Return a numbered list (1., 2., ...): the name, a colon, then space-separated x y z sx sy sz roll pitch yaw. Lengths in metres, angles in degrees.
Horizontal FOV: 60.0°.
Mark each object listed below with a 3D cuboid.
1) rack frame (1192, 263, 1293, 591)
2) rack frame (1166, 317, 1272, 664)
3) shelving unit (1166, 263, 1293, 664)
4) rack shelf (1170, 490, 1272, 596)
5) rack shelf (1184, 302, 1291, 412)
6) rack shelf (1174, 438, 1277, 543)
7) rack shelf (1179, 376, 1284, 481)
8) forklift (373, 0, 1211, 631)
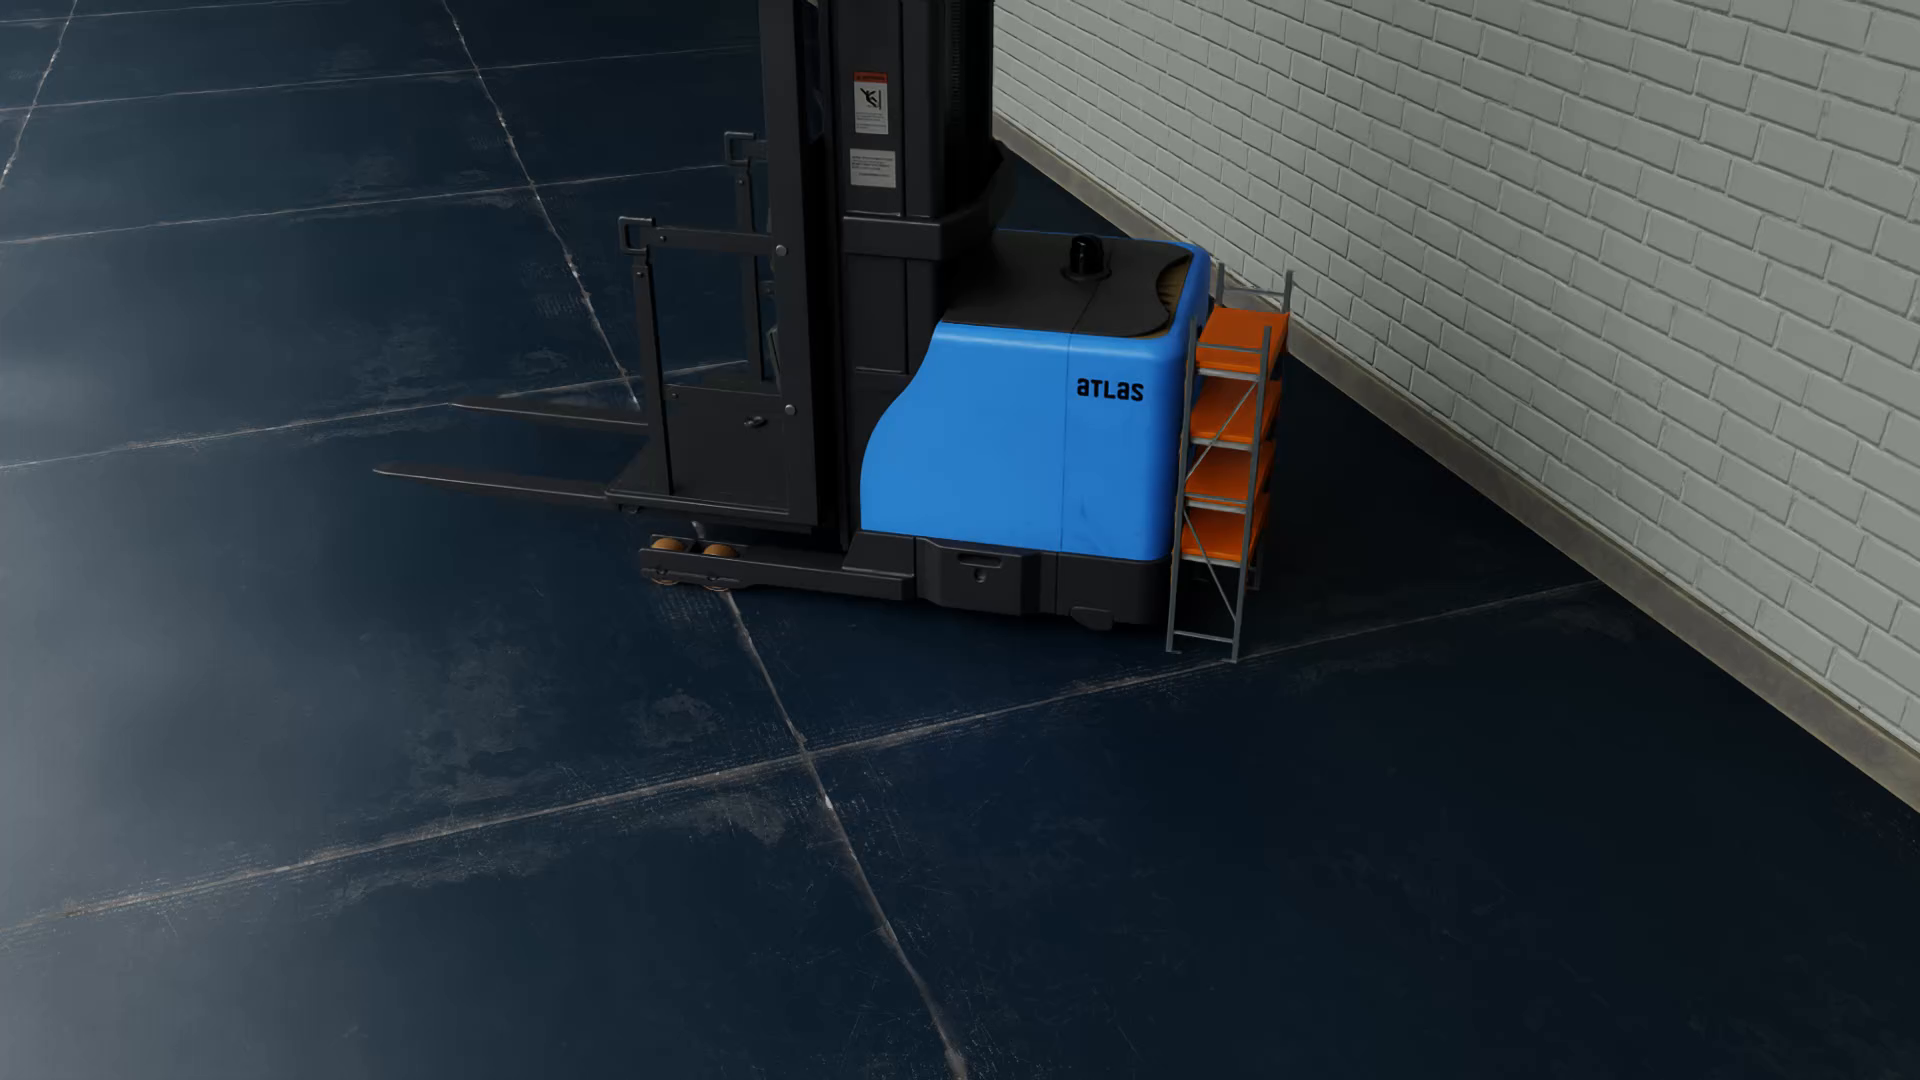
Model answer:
1. rack frame: 0.955 -0.359 5.668 0.240 1.200 0.015 9 31 15
2. rack frame: 0.809 -0.129 5.263 0.240 1.200 0.015 9 31 15
3. shelving unit: 0.882 -0.244 5.466 0.258 1.200 0.503 9 31 15
4. rack shelf: 0.881 -0.013 5.597 0.258 0.148 0.480 9 31 15
5. rack shelf: 0.882 -0.586 5.272 0.258 0.148 0.480 9 31 15
6. rack shelf: 0.882 -0.186 5.499 0.258 0.148 0.480 9 31 15
7. rack shelf: 0.882 -0.380 5.388 0.258 0.148 0.480 9 31 15
8. forklift: -0.664 -1.335 5.633 3.031 2.935 1.130 6 30 11
